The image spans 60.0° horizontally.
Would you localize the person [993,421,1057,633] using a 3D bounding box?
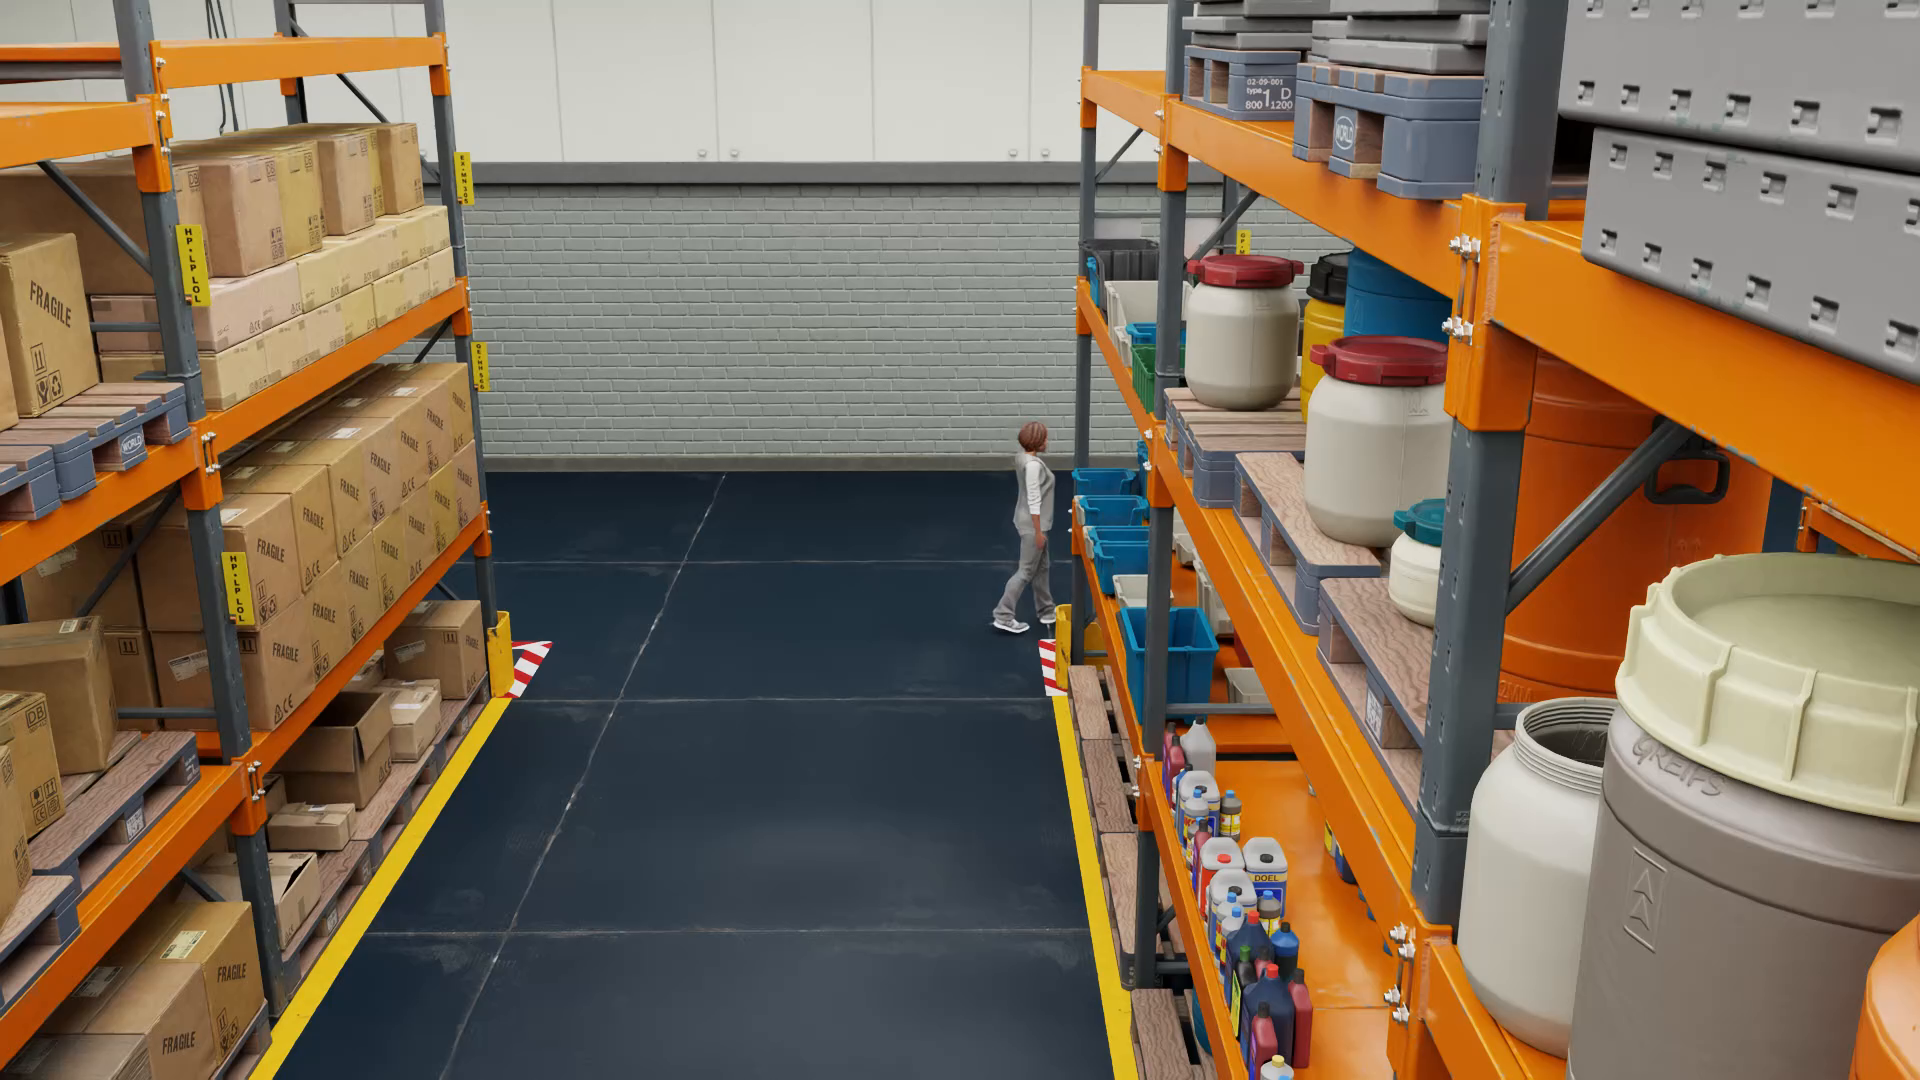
[{"bbox_3d":[0.561,-0.105,12.364,0.659,1.586,0.421,-2,18,-7],"label":"person"}]
